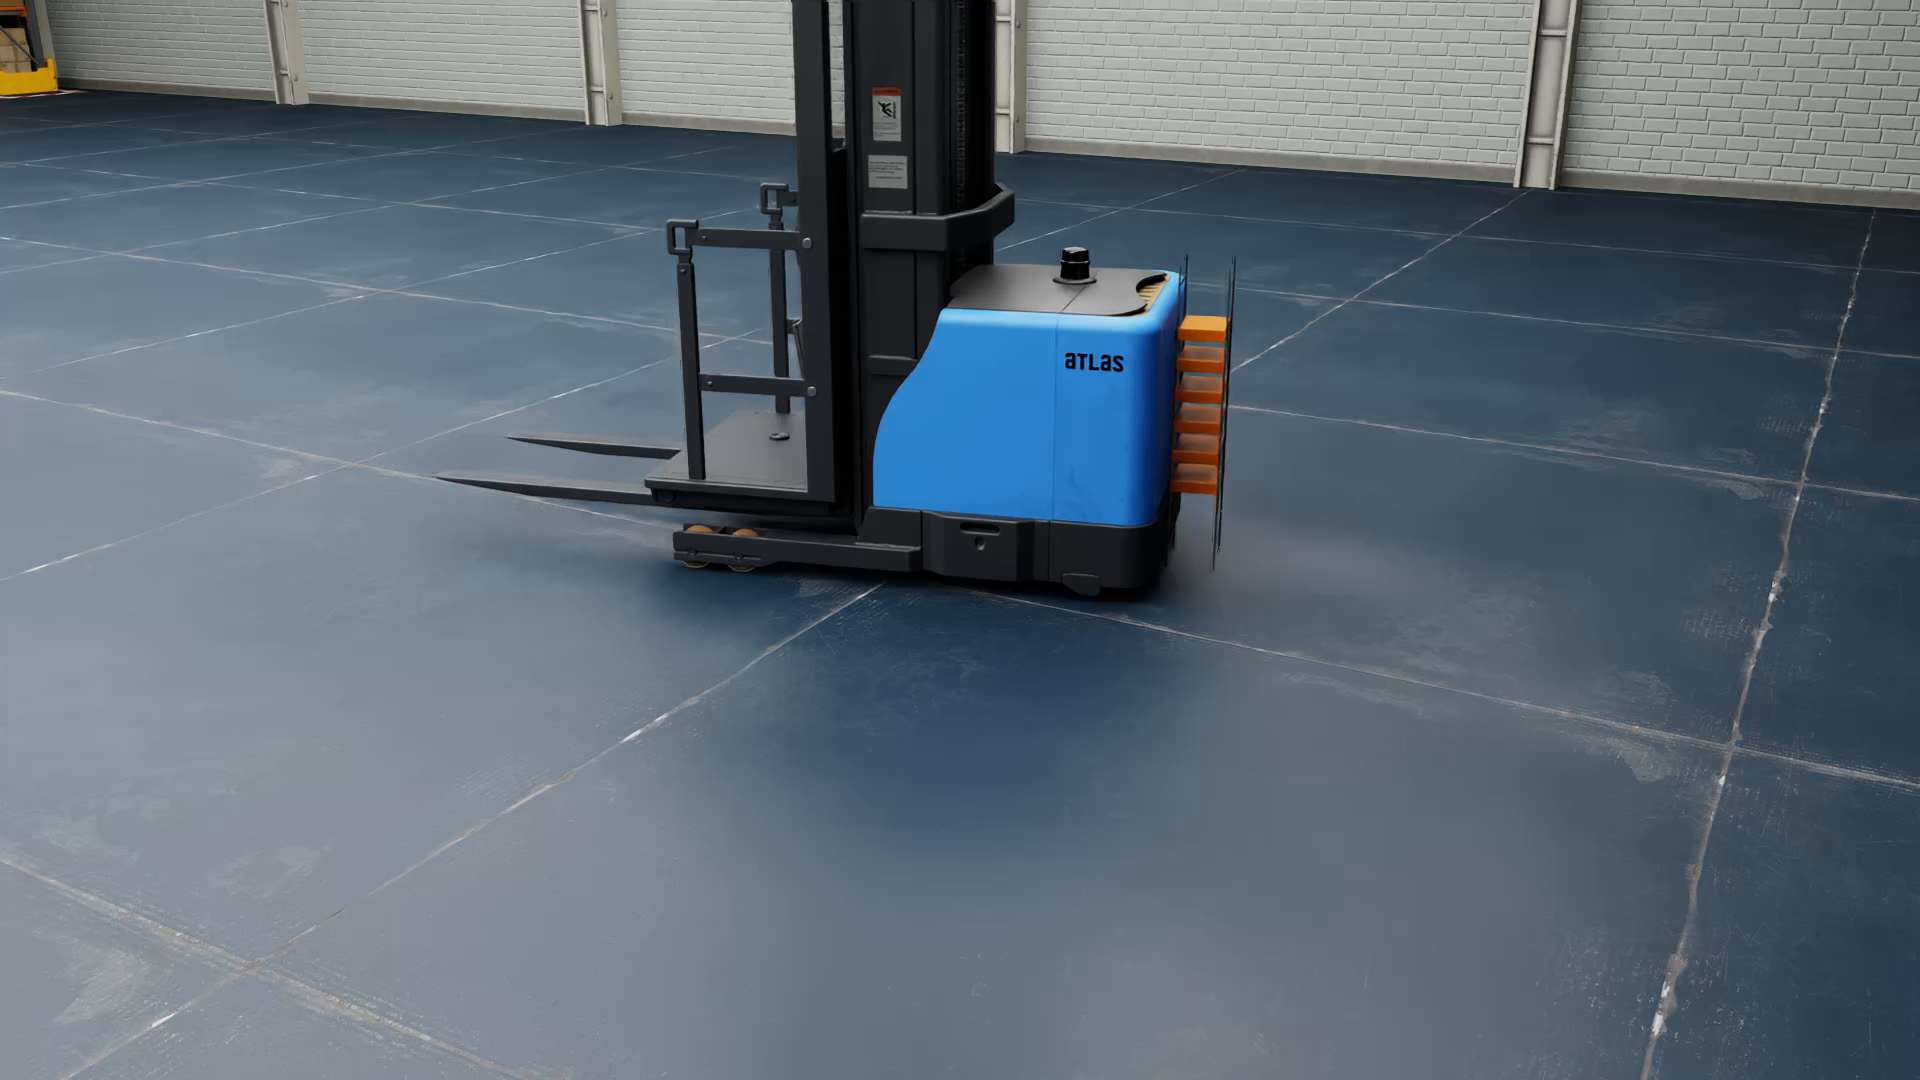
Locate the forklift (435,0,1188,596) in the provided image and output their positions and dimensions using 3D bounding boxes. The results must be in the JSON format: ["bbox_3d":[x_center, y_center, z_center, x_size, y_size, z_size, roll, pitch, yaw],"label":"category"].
[{"bbox_3d":[-0.645,-1.419,6.480,3.031,2.935,1.130,5,20,13],"label":"forklift"}]

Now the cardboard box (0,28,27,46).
[{"bbox_3d":[-15.354,-8.058,26.631,0.500,0.250,0.500,10,22,26],"label":"cardboard box"}]

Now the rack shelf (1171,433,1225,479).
[{"bbox_3d":[0.933,-0.333,6.505,0.180,0.103,0.258,5,20,13],"label":"rack shelf"}]

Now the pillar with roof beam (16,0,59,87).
[{"bbox_3d":[-17.295,-10.470,22.532,0.400,9.000,9.100,11,23,27],"label":"pillar with roof beam"}]

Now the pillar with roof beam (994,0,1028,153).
[{"bbox_3d":[-1.580,-7.476,14.279,0.400,9.000,9.100,11,23,27],"label":"pillar with roof beam"}]

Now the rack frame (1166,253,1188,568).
[{"bbox_3d":[0.844,-0.495,6.469,0.006,1.200,0.240,5,20,13],"label":"rack frame"}]

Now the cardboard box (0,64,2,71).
[{"bbox_3d":[-15.591,-7.436,26.382,0.500,0.250,0.500,11,23,28],"label":"cardboard box"}]

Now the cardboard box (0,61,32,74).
[{"bbox_3d":[-15.360,-7.592,26.812,0.500,0.250,0.500,11,23,28],"label":"cardboard box"}]

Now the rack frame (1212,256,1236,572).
[{"bbox_3d":[1.021,-0.480,6.428,0.006,1.200,0.240,5,20,13],"label":"rack frame"}]

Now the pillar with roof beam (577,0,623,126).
[{"bbox_3d":[-6.819,-8.474,17.030,0.400,9.000,9.100,11,23,27],"label":"pillar with roof beam"}]

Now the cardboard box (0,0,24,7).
[{"bbox_3d":[-15.324,-8.759,26.467,0.500,0.500,0.500,12,23,29],"label":"cardboard box"}]

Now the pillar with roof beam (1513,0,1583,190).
[{"bbox_3d":[3.658,-6.479,11.529,0.400,9.000,9.100,11,23,27],"label":"pillar with roof beam"}]

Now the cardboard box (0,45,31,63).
[{"bbox_3d":[-15.336,-7.827,26.727,0.500,0.250,0.500,11,23,28],"label":"cardboard box"}]

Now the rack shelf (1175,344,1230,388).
[{"bbox_3d":[0.933,-0.671,6.382,0.180,0.103,0.258,5,20,13],"label":"rack shelf"}]

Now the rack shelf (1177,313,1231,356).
[{"bbox_3d":[0.933,-0.784,6.341,0.180,0.103,0.258,5,20,13],"label":"rack shelf"}]

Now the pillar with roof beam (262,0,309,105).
[{"bbox_3d":[-12.057,-9.472,19.781,0.400,9.000,9.100,11,23,27],"label":"pillar with roof beam"}]

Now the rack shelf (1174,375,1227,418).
[{"bbox_3d":[0.933,-0.558,6.423,0.180,0.103,0.258,5,20,13],"label":"rack shelf"}]

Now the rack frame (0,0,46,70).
[{"bbox_3d":[-15.027,-8.547,26.029,0.127,3.000,1.000,11,23,27],"label":"rack frame"}]

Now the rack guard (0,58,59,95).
[{"bbox_3d":[-15.006,-7.368,26.444,0.348,0.500,1.175,11,23,27],"label":"rack guard"}]

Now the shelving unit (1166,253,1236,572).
[{"bbox_3d":[0.933,-0.487,6.449,0.189,1.200,0.258,5,20,13],"label":"shelving unit"}]

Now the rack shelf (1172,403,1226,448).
[{"bbox_3d":[0.933,-0.445,6.464,0.180,0.103,0.258,5,20,13],"label":"rack shelf"}]

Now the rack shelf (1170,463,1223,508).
[{"bbox_3d":[0.933,-0.220,6.546,0.180,0.103,0.258,5,20,13],"label":"rack shelf"}]

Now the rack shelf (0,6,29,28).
[{"bbox_3d":[-16.773,-8.541,27.068,4.000,0.370,1.077,11,23,27],"label":"rack shelf"}]
